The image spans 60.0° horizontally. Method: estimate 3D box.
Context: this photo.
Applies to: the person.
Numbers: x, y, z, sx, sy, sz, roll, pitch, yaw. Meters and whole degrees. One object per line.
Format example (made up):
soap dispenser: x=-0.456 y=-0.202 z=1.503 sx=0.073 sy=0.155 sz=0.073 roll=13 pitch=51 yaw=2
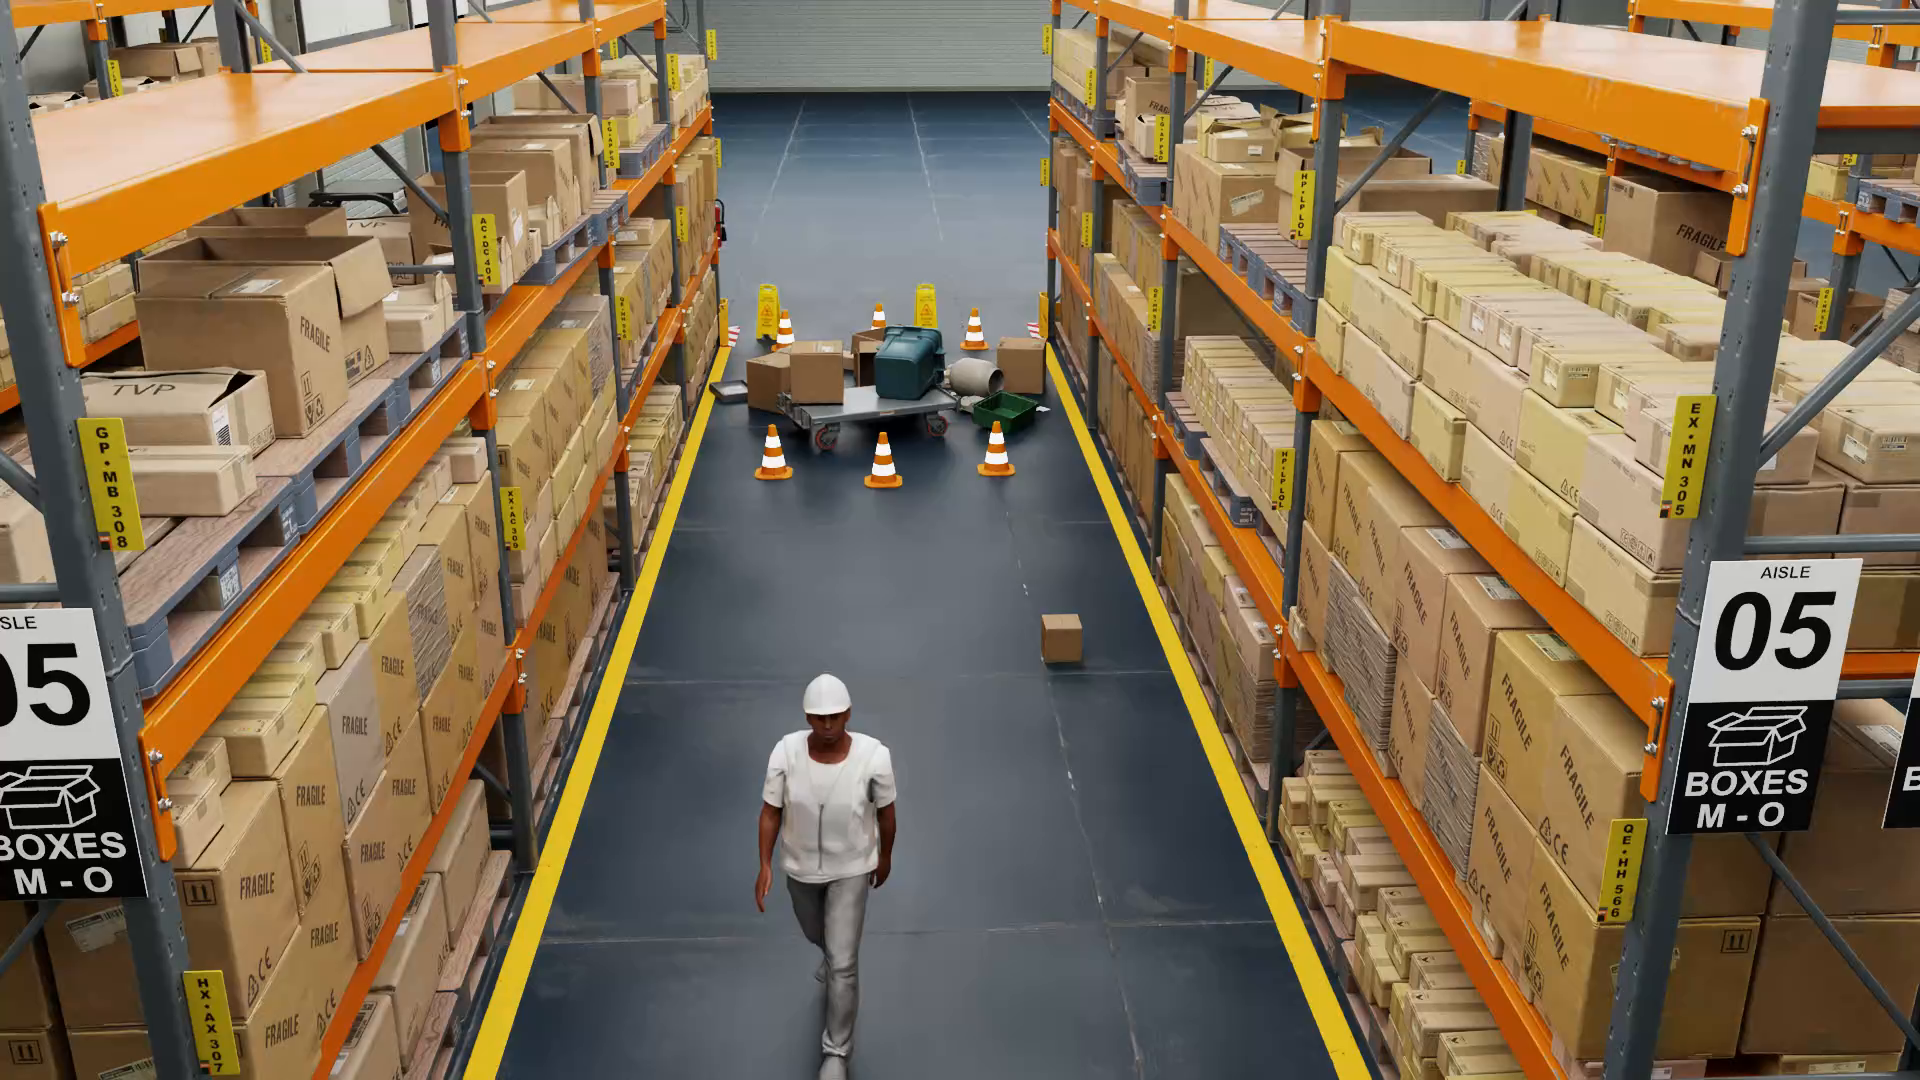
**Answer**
person: x=-0.579 y=1.416 z=7.201 sx=0.562 sy=1.730 sz=0.959 roll=4 pitch=21 yaw=9
